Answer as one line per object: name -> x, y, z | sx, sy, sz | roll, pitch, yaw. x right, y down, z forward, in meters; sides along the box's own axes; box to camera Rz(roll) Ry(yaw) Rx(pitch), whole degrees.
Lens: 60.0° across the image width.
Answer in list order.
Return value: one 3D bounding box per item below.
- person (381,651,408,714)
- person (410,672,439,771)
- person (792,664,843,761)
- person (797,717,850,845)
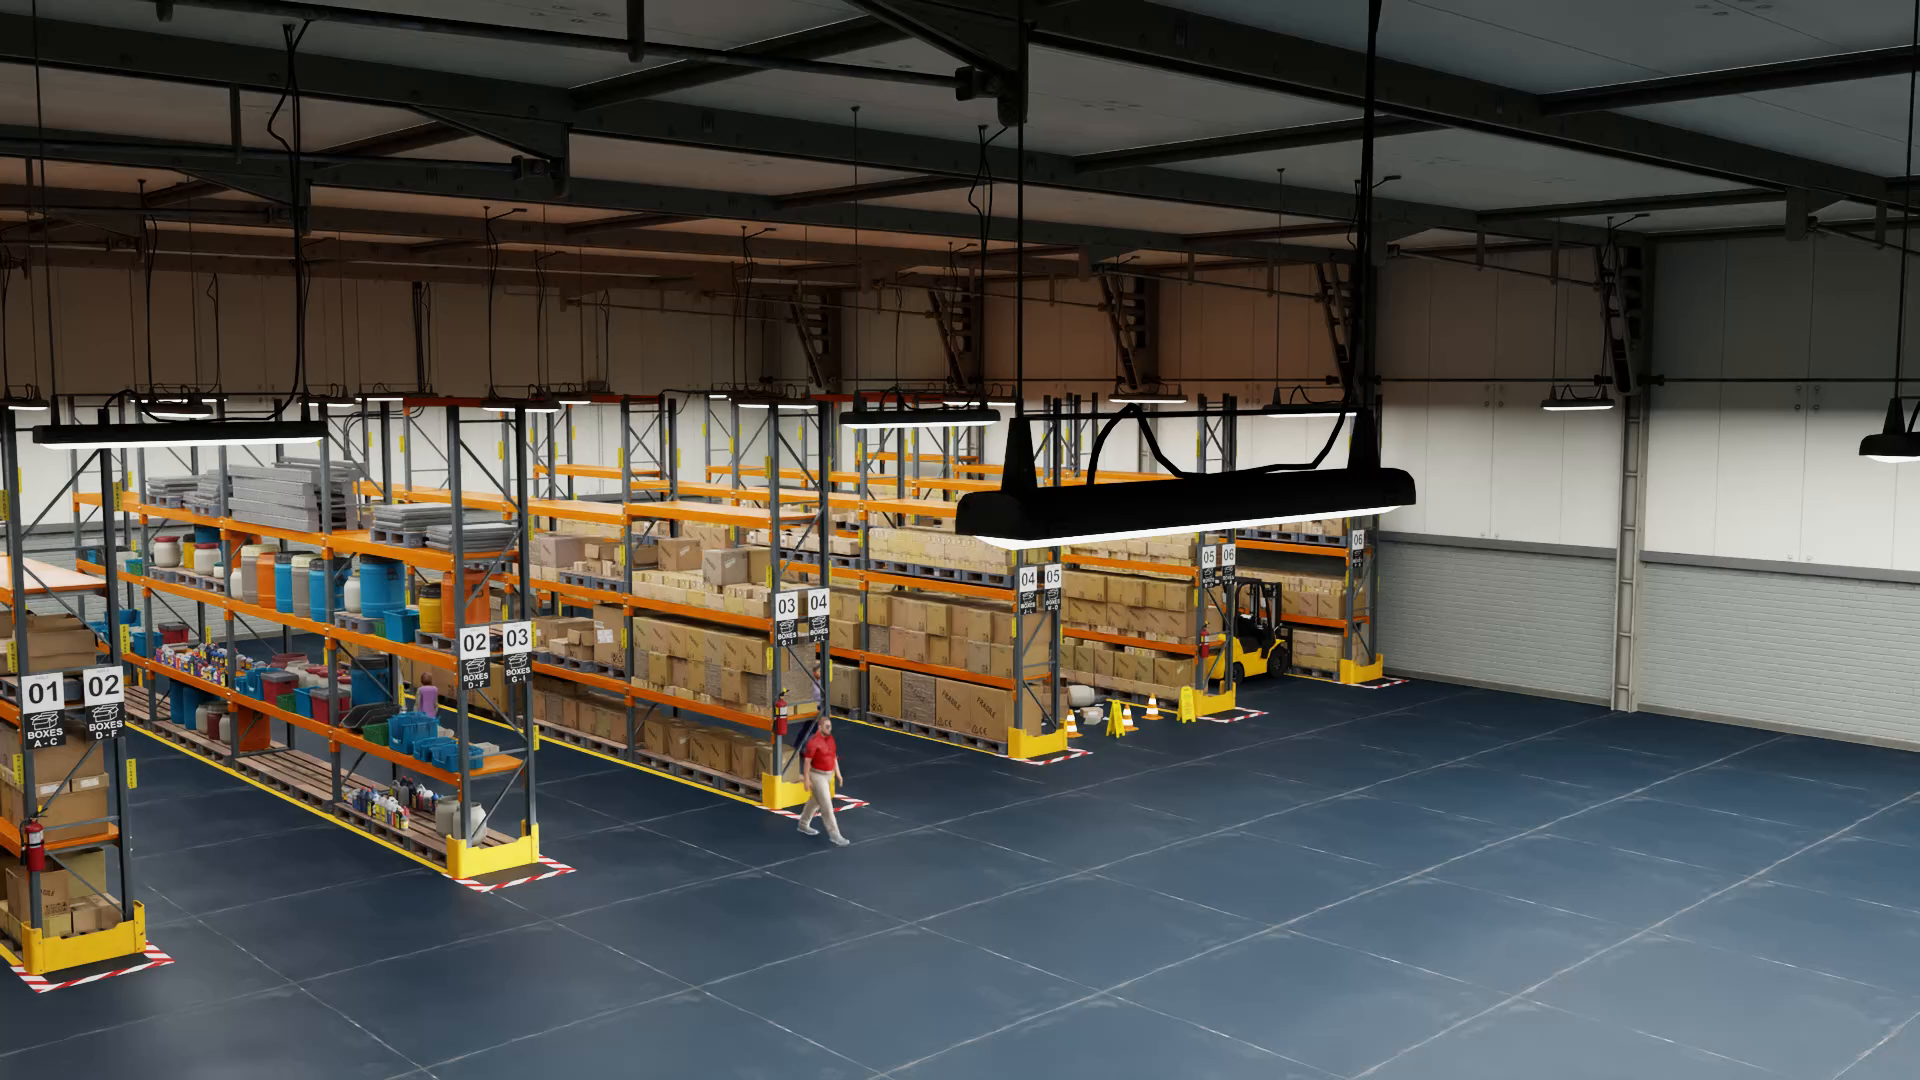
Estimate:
person -> -10.695, 2.484, 31.284 | 0.421, 1.603, 1.060 | -5, 7, -39
person -> -8.667, 2.930, 26.860 | 0.511, 1.602, 0.367 | -5, 7, -40
person -> -2.360, 2.856, 27.595 | 1.013, 1.574, 0.520 | 1, 6, 14
person -> -1.856, 3.263, 22.838 | 0.946, 1.684, 0.558 | 2, 6, 22
